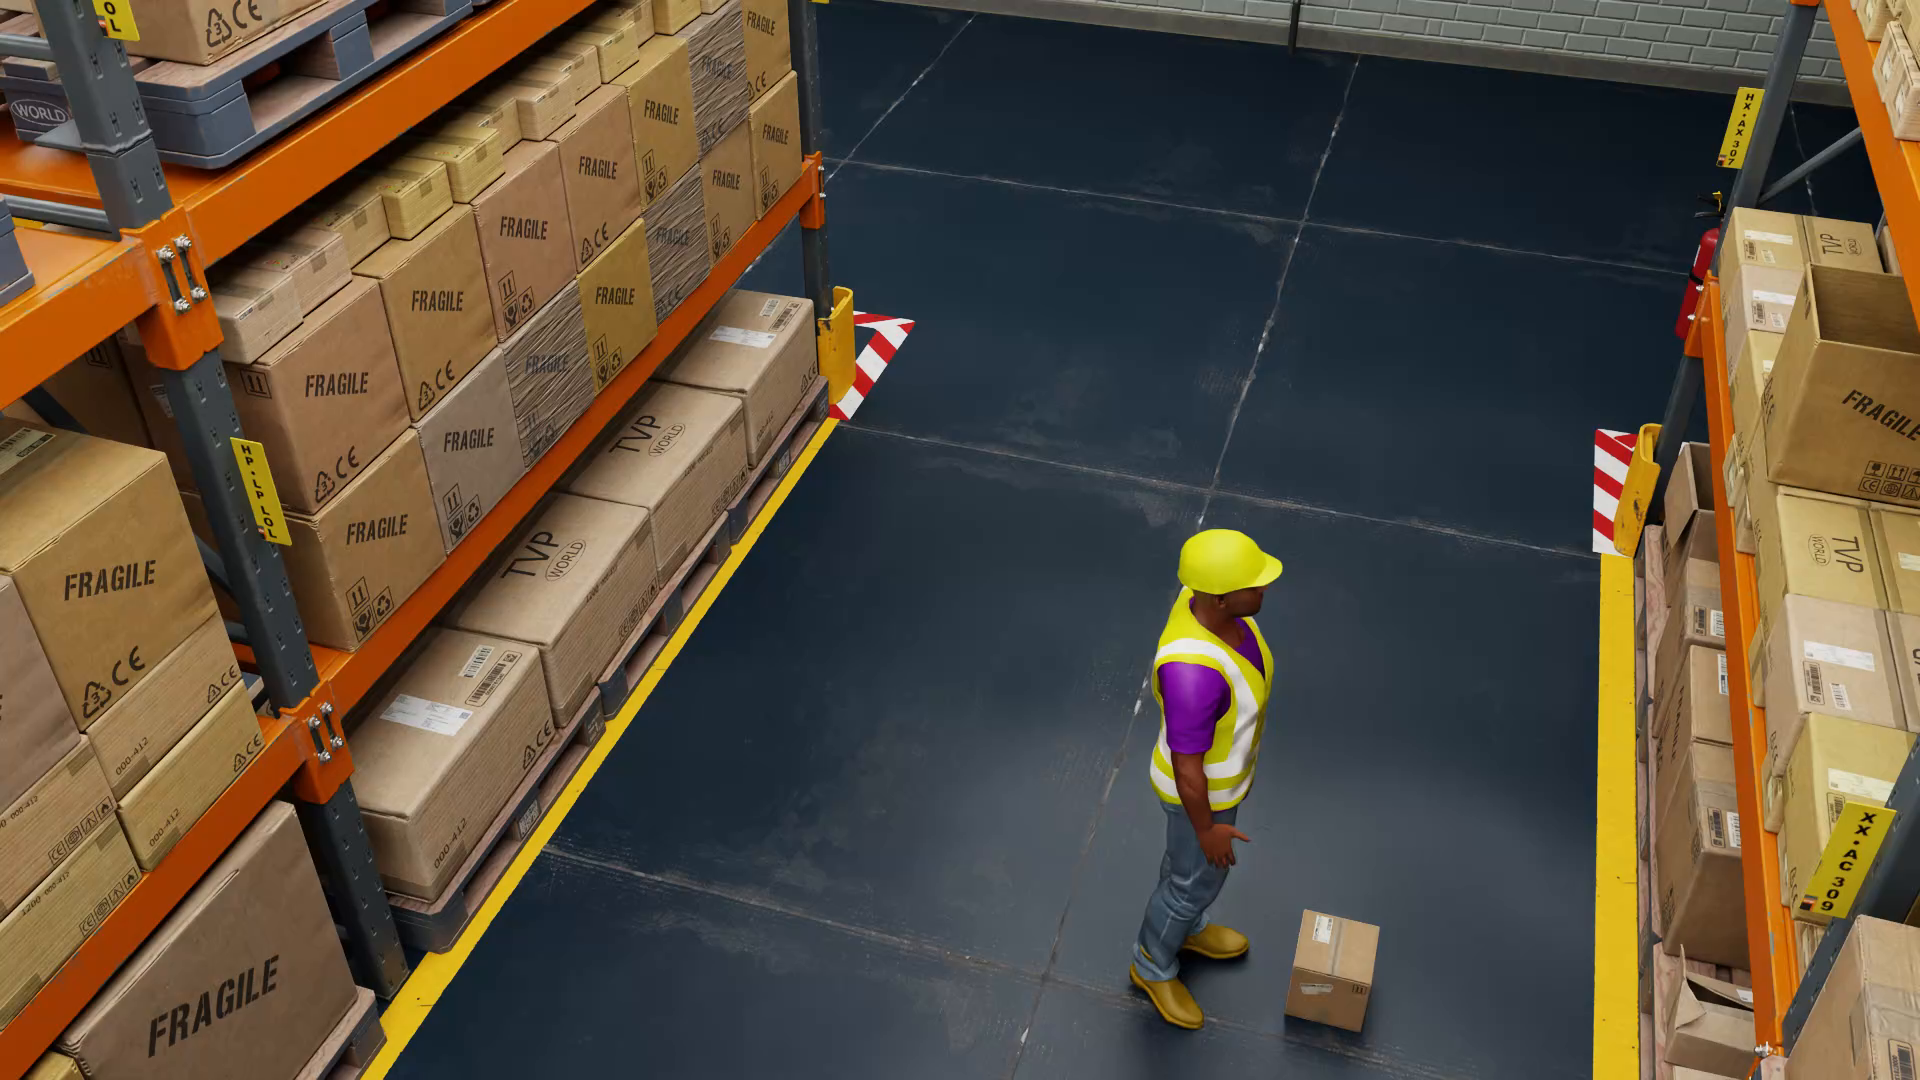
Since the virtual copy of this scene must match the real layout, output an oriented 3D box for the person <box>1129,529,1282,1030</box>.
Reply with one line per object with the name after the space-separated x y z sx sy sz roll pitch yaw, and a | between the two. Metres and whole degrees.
0.775 0.725 5.148 0.389 1.794 0.600 11 38 14 | person
